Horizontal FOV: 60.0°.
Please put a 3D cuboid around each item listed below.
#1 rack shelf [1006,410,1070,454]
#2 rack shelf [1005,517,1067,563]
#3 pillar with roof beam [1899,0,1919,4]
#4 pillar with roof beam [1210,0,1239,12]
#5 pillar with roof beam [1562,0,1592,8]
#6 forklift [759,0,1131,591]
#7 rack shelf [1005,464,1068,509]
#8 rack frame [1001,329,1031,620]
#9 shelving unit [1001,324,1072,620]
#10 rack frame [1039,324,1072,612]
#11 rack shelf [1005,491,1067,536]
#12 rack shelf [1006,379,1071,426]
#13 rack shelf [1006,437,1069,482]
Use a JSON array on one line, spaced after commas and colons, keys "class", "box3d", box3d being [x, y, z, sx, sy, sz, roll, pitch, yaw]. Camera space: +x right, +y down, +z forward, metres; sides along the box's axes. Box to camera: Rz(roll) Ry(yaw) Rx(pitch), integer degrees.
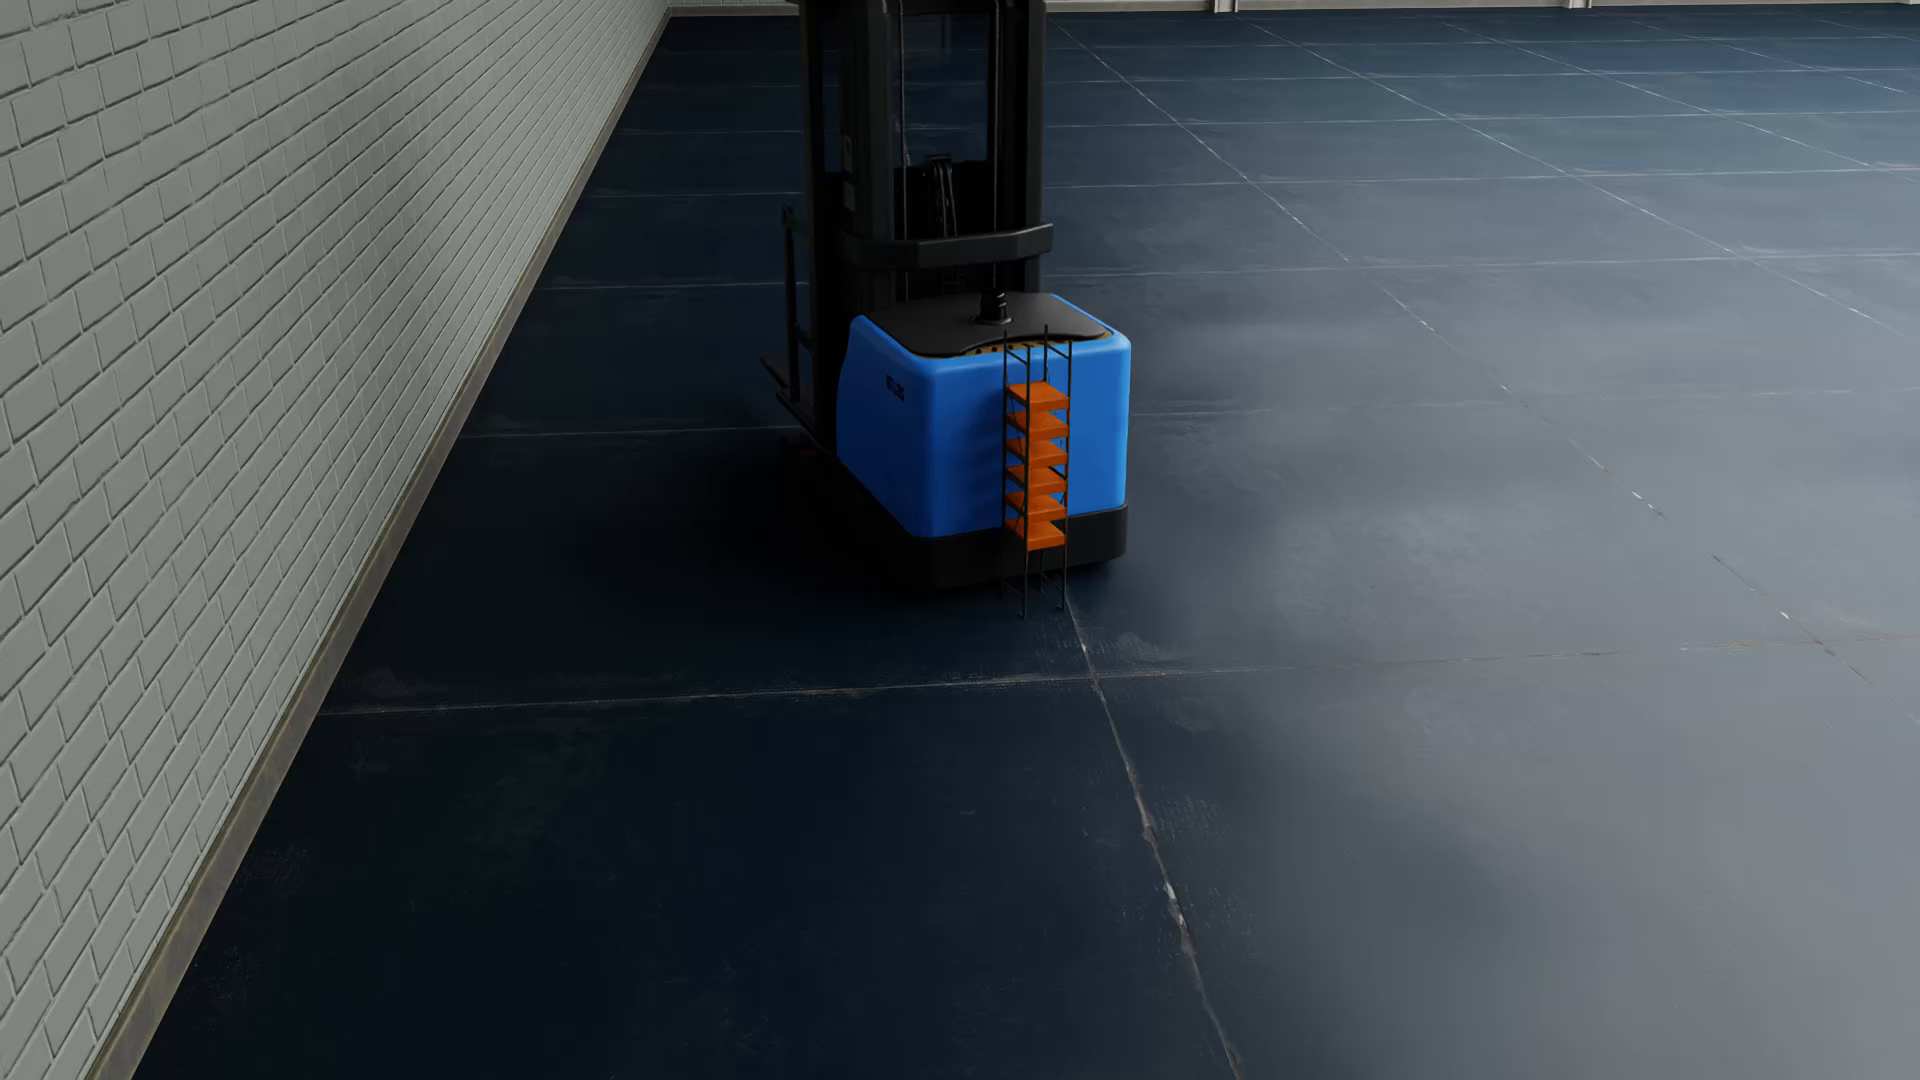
[{"class": "rack shelf", "box3d": [0.311, -0.451, 6.807, 0.180, 0.103, 0.258, -10, 26, -21]}, {"class": "rack shelf", "box3d": [0.311, -0.013, 7.002, 0.180, 0.103, 0.258, -10, 26, -21]}, {"class": "pillar with roof beam", "box3d": [16.686, -11.518, 22.584, 0.400, 9.000, 9.100, -2, 24, -5]}, {"class": "pillar with roof beam", "box3d": [4.744, -11.039, 21.506, 0.400, 9.000, 9.100, -2, 24, -5]}, {"class": "pillar with roof beam", "box3d": [10.715, -11.278, 22.045, 0.400, 9.000, 9.100, -2, 24, -5]}, {"class": "forklift", "box3d": [-0.278, -1.694, 7.952, 1.130, 2.935, 3.031, -9, 26, -20]}, {"class": "rack shelf", "box3d": [0.311, -0.232, 6.904, 0.180, 0.103, 0.258, -10, 26, -21]}, {"class": "rack frame", "box3d": [0.227, -0.258, 6.853, 0.006, 1.200, 0.240, -10, 26, -21]}, {"class": "shelving unit", "box3d": [0.311, -0.273, 6.886, 0.189, 1.200, 0.258, -10, 26, -21]}, {"class": "rack frame", "box3d": [0.395, -0.287, 6.919, 0.006, 1.200, 0.240, -10, 26, -21]}, {"class": "rack shelf", "box3d": [0.311, -0.122, 6.953, 0.180, 0.103, 0.258, -10, 26, -21]}, {"class": "rack shelf", "box3d": [0.311, -0.561, 6.758, 0.180, 0.103, 0.258, -10, 26, -21]}, {"class": "rack shelf", "box3d": [0.311, -0.342, 6.855, 0.180, 0.103, 0.258, -10, 26, -21]}]
